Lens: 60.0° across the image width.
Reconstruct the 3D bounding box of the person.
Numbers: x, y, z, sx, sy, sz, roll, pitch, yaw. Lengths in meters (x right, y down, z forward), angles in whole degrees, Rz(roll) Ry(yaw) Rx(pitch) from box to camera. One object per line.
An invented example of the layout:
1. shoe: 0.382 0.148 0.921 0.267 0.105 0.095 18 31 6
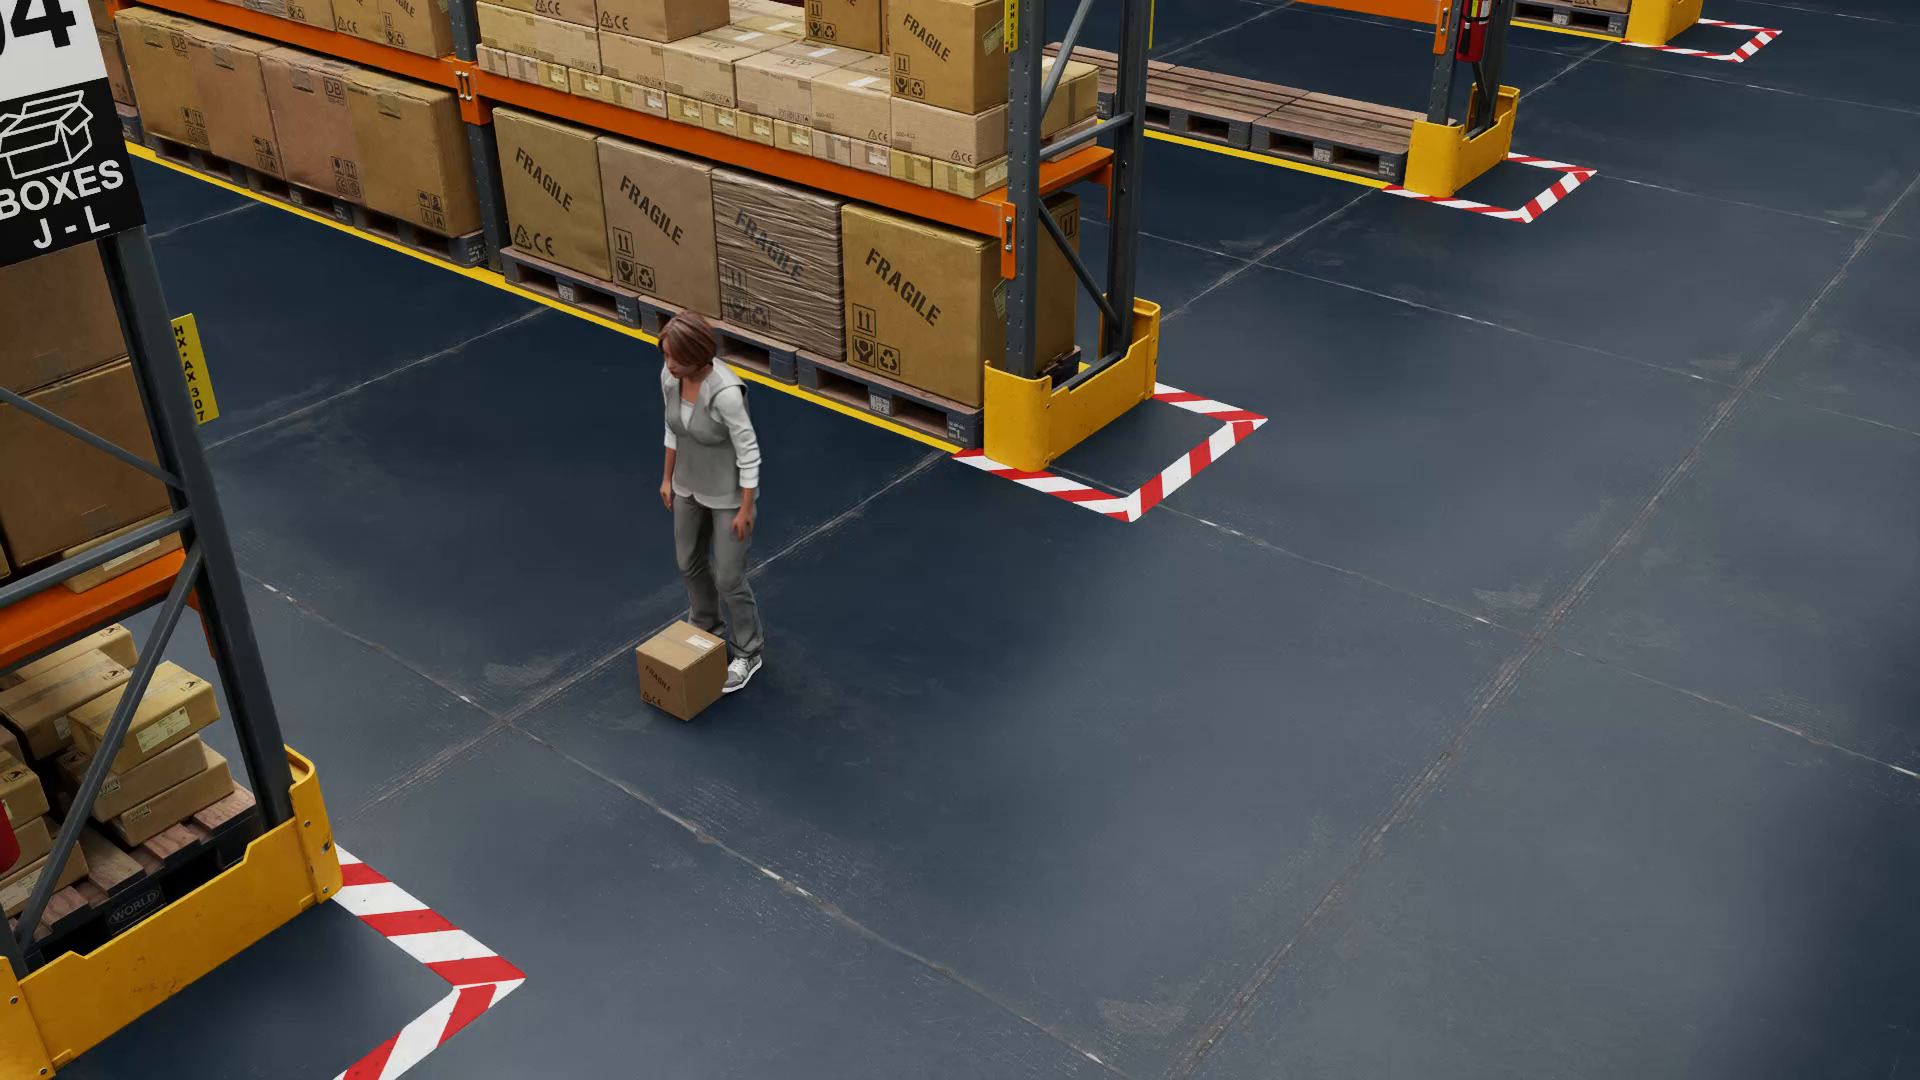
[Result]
1. person: -0.960 -0.155 6.410 0.468 1.581 0.350 21 37 31
